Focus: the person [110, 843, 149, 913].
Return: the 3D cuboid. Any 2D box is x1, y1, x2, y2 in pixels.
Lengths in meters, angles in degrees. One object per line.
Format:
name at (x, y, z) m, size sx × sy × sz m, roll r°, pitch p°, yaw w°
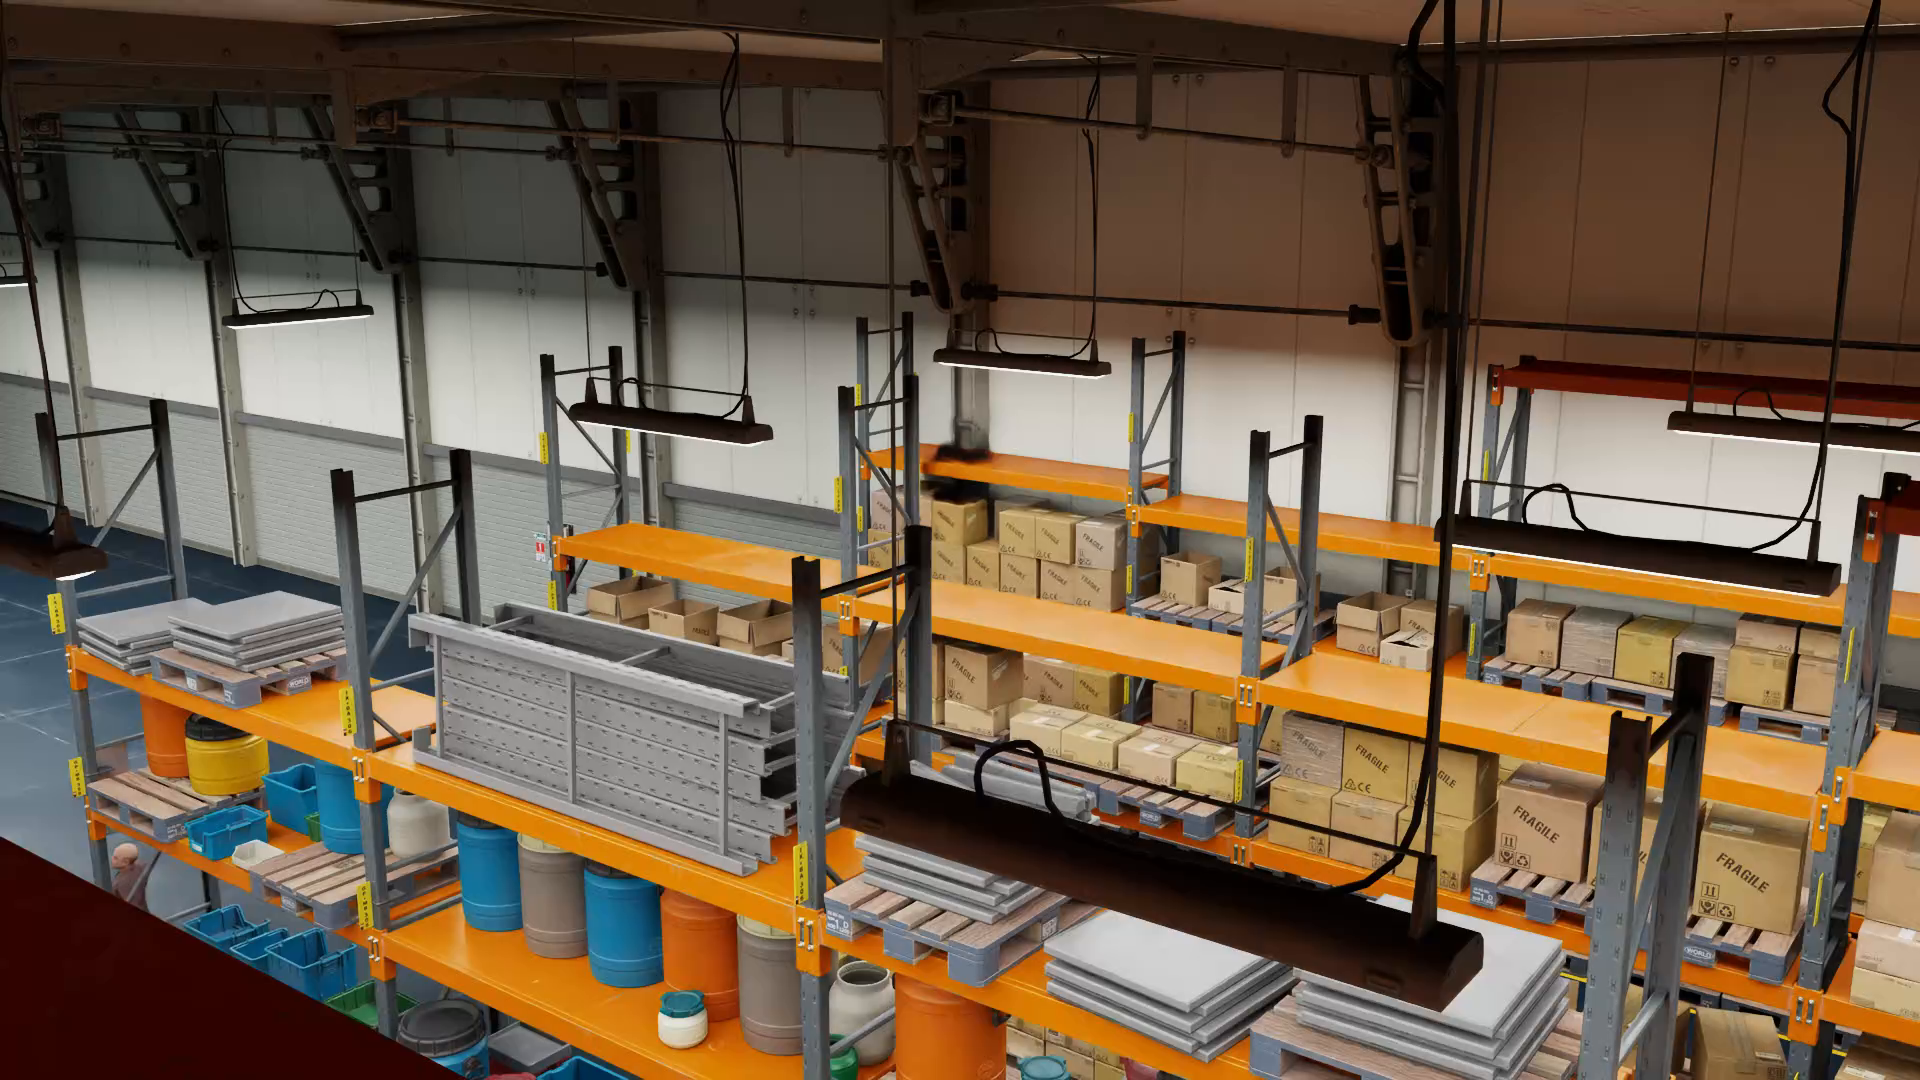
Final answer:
person at (-7.881, 3.665, 15.685) m, size 0.624 × 1.742 × 0.765 m, roll -1°, pitch 13°, yaw -3°
